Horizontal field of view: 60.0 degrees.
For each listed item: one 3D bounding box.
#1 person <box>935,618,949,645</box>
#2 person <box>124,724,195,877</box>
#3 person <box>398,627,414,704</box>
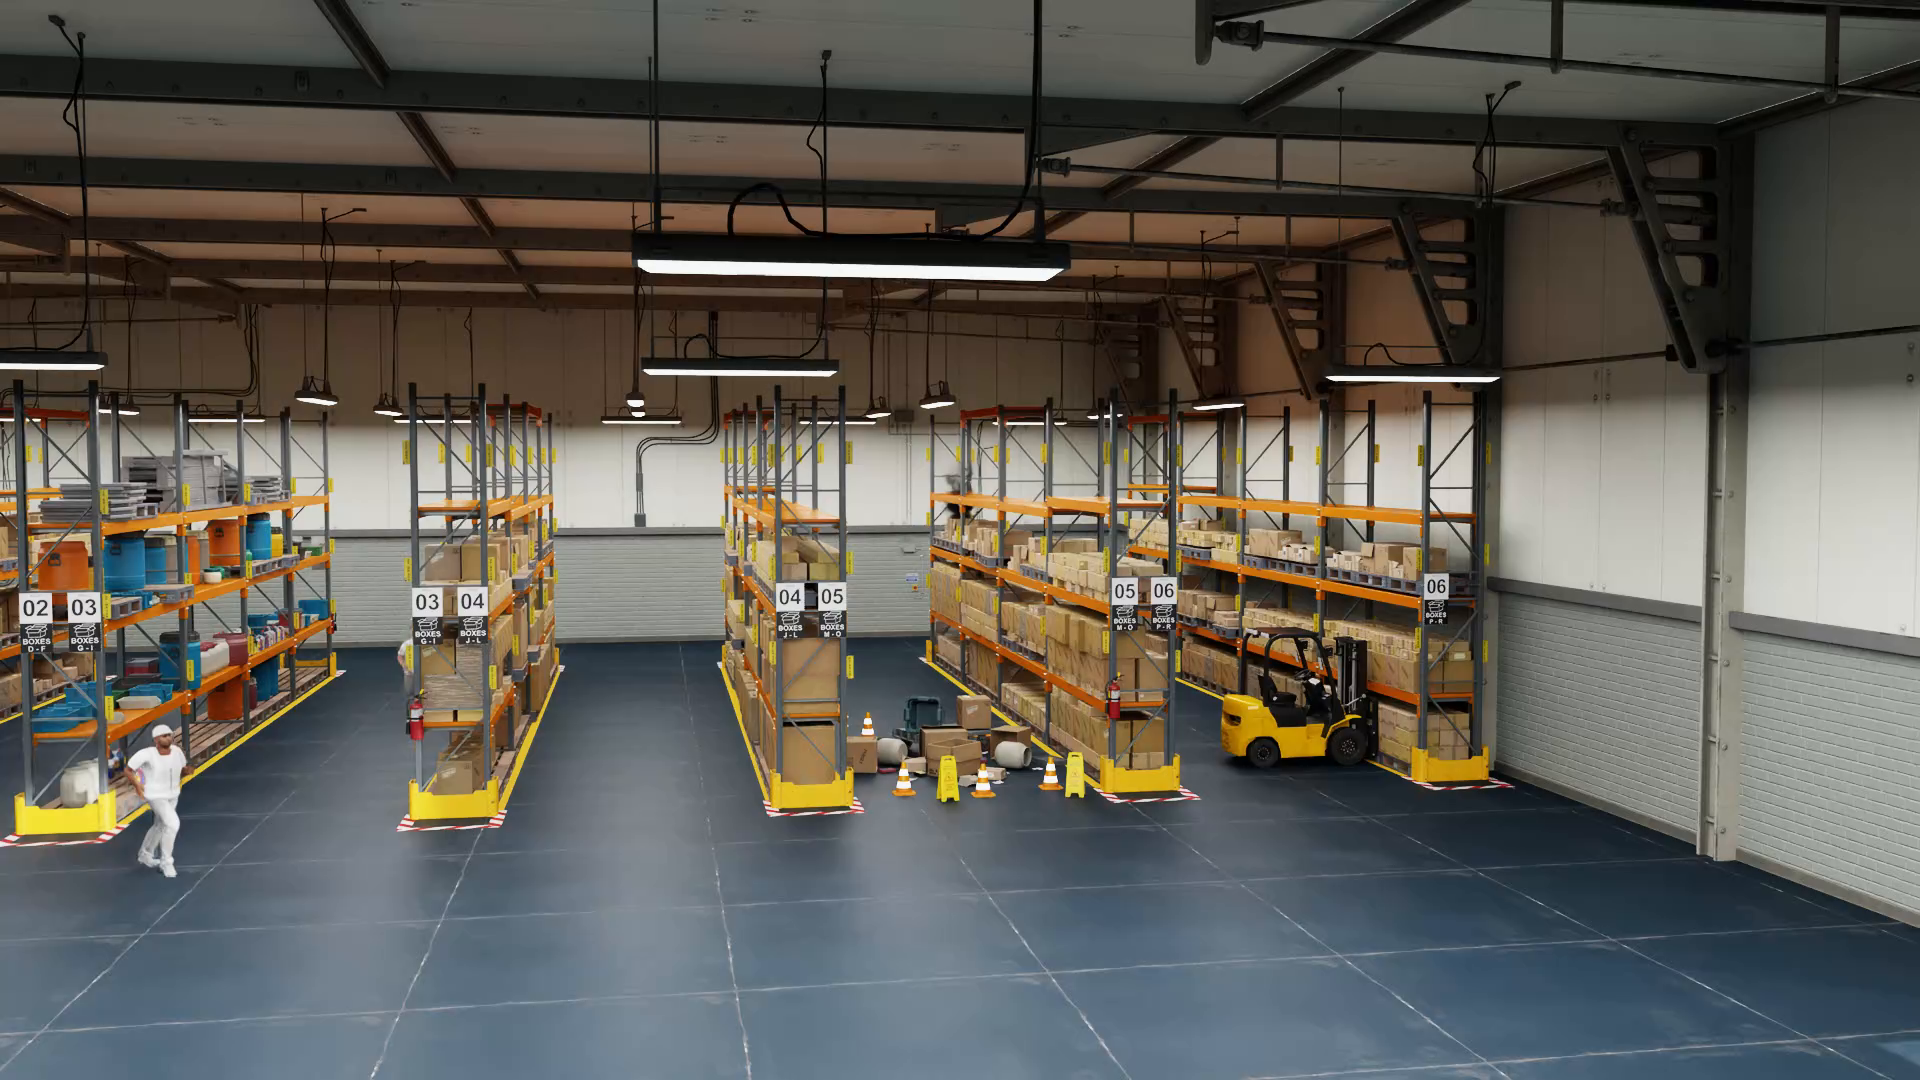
[{"bbox_3d":[-0.485,2.059,41.774,0.890,1.751,0.674,1,3,19],"label":"person"},{"bbox_3d":[-9.573,3.123,19.988,0.767,1.836,0.661,1,3,20],"label":"person"},{"bbox_3d":[-10.483,2.530,32.005,0.642,1.783,1.027,-1,3,-13],"label":"person"}]
